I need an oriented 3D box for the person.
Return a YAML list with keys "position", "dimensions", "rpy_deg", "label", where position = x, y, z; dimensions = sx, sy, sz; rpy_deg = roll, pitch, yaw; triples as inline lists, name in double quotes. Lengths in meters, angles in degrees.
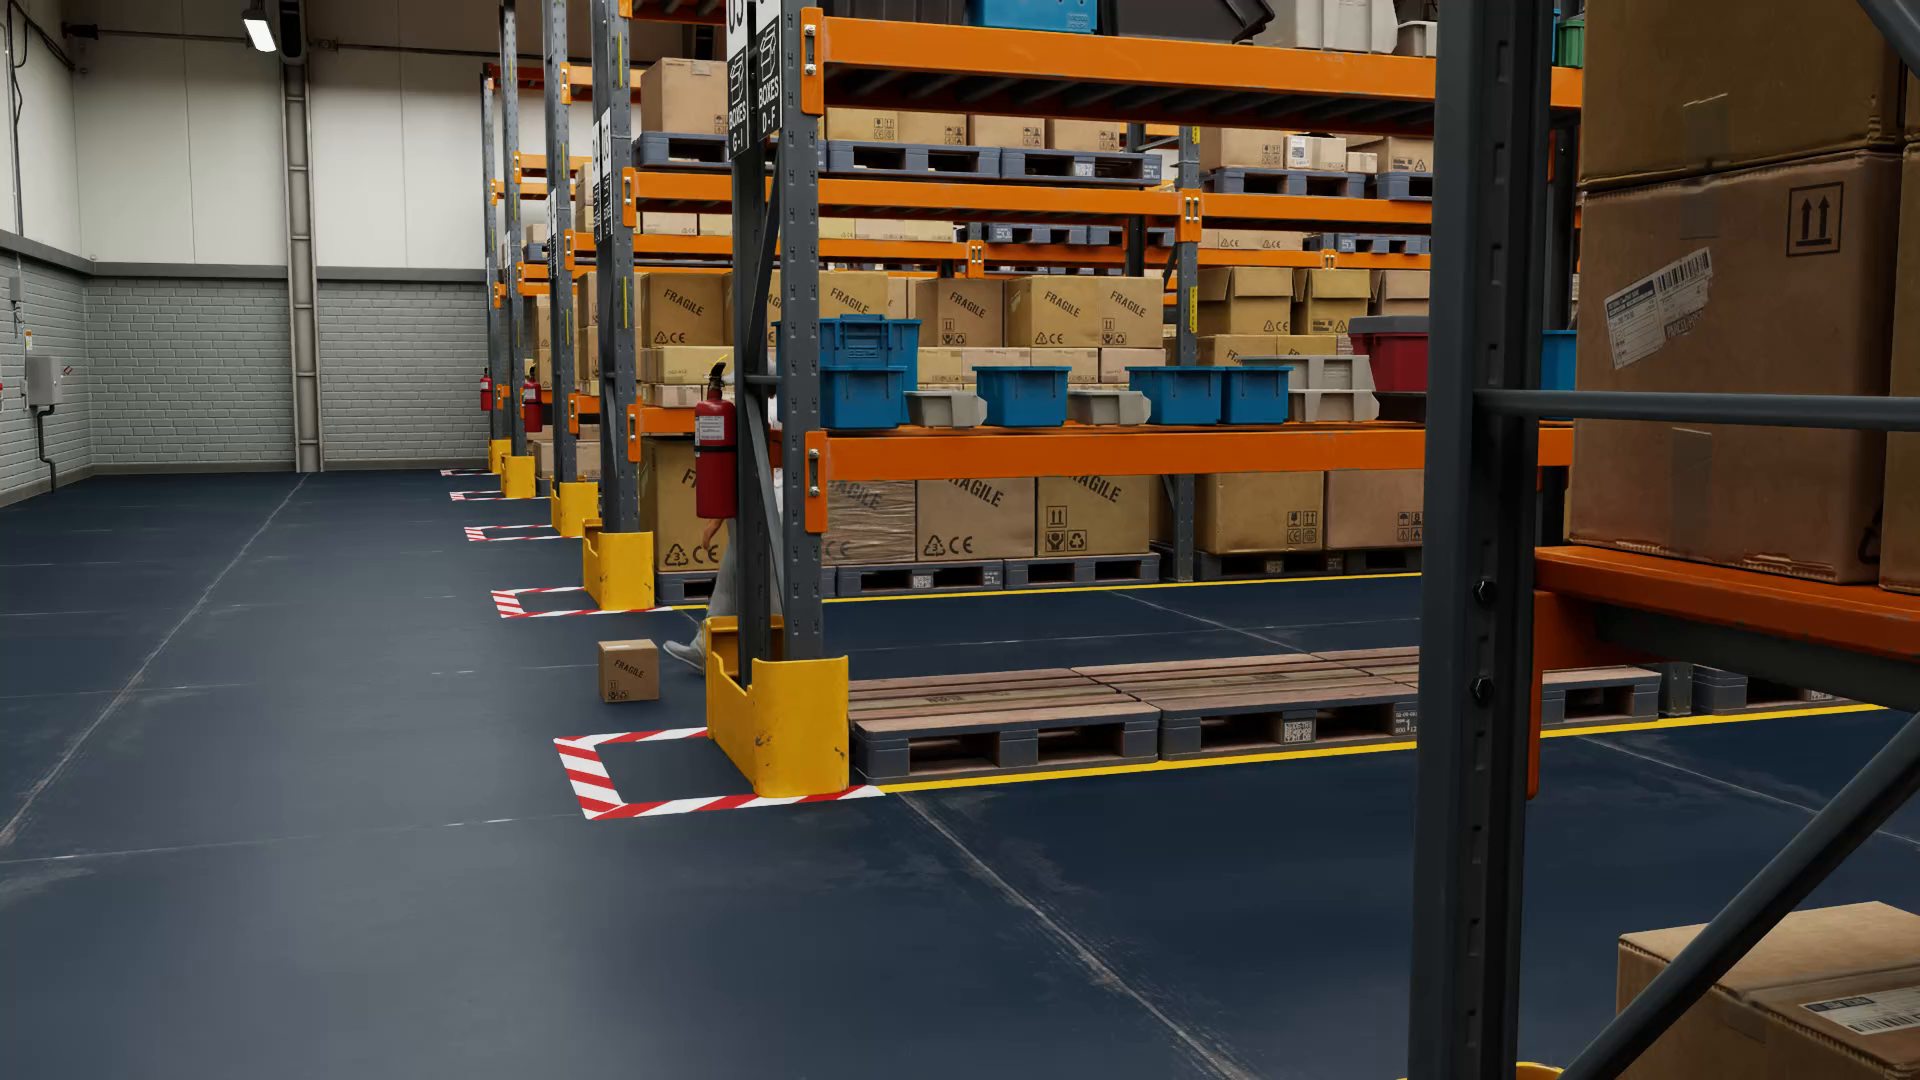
- position: [-1.193, -0.091, 7.989]
  dimensions: [0.671, 1.638, 0.513]
  rpy_deg: [-1, 6, -7]
  label: "person"
